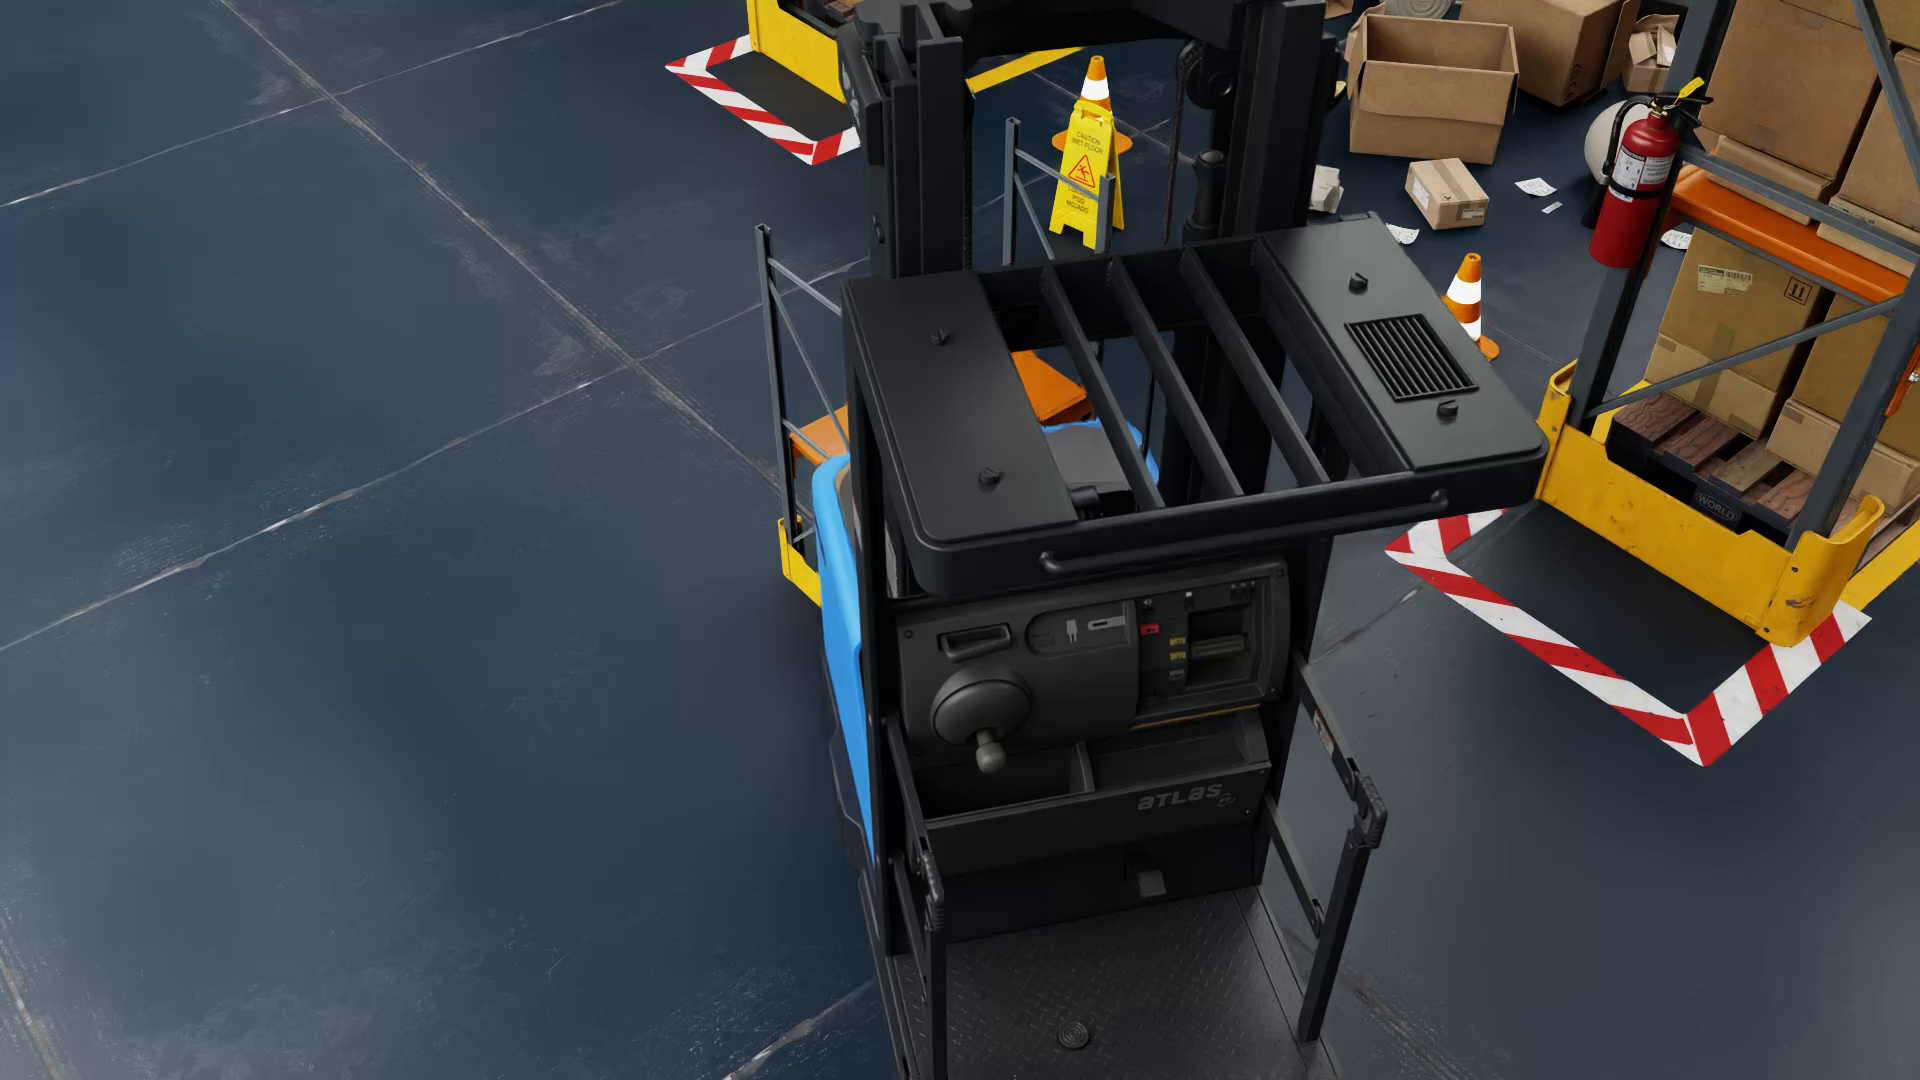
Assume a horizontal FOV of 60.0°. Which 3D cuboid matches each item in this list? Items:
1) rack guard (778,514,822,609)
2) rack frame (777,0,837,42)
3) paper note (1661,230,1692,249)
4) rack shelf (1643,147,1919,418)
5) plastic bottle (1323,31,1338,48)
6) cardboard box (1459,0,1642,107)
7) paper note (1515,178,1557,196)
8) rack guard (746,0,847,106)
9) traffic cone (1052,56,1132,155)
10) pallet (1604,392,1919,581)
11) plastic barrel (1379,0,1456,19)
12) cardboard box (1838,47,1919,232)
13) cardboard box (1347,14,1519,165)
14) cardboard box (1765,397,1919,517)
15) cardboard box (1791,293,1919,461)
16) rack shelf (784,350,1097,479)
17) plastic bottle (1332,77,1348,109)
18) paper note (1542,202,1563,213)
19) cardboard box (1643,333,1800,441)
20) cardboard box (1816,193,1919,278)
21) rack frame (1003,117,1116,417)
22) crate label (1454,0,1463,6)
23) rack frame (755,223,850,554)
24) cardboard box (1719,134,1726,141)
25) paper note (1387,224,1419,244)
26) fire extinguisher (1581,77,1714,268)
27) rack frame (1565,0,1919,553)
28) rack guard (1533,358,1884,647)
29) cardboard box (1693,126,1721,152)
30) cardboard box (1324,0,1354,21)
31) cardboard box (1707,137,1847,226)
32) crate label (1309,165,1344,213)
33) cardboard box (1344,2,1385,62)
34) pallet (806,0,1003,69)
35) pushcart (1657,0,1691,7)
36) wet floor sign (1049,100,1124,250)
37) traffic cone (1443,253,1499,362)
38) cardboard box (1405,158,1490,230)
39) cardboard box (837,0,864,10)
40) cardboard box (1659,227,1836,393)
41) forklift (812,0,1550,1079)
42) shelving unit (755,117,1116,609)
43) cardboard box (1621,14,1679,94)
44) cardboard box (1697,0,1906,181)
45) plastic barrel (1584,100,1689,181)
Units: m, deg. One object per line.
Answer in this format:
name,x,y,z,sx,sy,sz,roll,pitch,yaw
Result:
rack guard,-0.440,0.161,5.896,0.087,0.250,0.587,-30,51,-28
rack frame,-0.654,-3.602,7.894,0.127,3.000,1.000,-30,51,-28
paper note,3.337,-1.400,7.718,0.142,0.019,0.148,22,47,21
rack shelf,4.134,-1.663,6.355,4.000,0.370,1.077,-30,51,-28
plastic bottle,1.947,-2.750,9.133,0.283,0.061,0.133,22,47,21
cardboard box,3.035,-2.703,8.661,0.503,0.637,0.797,-30,51,-28
paper note,2.796,-1.715,8.063,0.142,0.019,0.148,-14,45,-14
rack guard,-0.672,-2.680,8.739,0.348,0.500,1.175,-30,51,-28
traffic cone,0.665,-2.165,8.217,0.334,0.463,0.336,-30,51,-28
pallet,3.304,-0.402,6.524,1.213,0.211,1.003,-30,51,-28
plastic barrel,2.529,-3.116,9.259,0.421,0.421,0.512,0,43,0
cardboard box,3.141,-1.254,5.104,0.500,0.500,0.500,-31,51,-28
cardboard box,2.323,-2.238,8.265,0.797,0.503,0.637,7,44,7
cardboard box,3.396,-0.407,6.194,0.500,0.250,0.500,-30,51,-28
cardboard box,3.414,-0.691,5.949,0.500,0.500,0.500,-32,52,-29
rack shelf,-0.065,-0.378,5.820,1.000,0.185,0.538,-30,51,-28
plastic bottle,1.948,-2.359,8.717,0.133,0.061,0.283,22,47,21
paper note,2.826,-1.586,7.932,0.123,0.001,0.032,-30,51,-28
cardboard box,3.066,-0.705,6.511,0.500,0.250,0.500,-30,51,-28
cardboard box,2.993,-0.996,5.303,0.250,0.149,0.380,-30,51,-28
rack frame,0.324,-0.733,5.934,0.032,1.500,0.500,-30,51,-28
crate label,2.930,-3.180,9.536,0.298,0.136,0.250,7,44,7
rack frame,-0.455,-0.286,5.459,0.032,1.500,0.500,-30,51,-28
cardboard box,2.873,-1.402,5.735,0.250,0.149,0.380,-30,51,-28
paper note,2.048,-1.425,7.745,0.148,0.019,0.142,22,47,21
fire extinguisher,2.216,-1.211,5.404,0.183,0.674,0.296,-30,51,-28
rack frame,2.600,-1.047,5.174,0.127,3.000,1.000,-30,51,-28
rack guard,2.658,-0.169,6.065,0.348,0.500,1.175,-30,51,-28
cardboard box,3.973,-2.138,8.159,0.500,0.500,0.500,0,43,0
cardboard box,1.882,-3.228,9.320,0.500,0.500,0.500,-21,47,-21
cardboard box,2.749,-1.232,5.554,0.250,0.149,0.380,-28,50,-27
crate label,1.692,-1.681,7.940,0.250,0.136,0.298,14,45,15
cardboard box,2.278,-2.640,8.867,0.258,0.266,0.396,-21,47,-21
pallet,-0.090,-2.978,9.267,1.213,0.211,1.003,-30,51,-28
pushcart,4.167,-3.023,9.194,1.648,0.377,0.936,22,47,21
wet floor sign,0.595,-1.691,7.580,0.267,0.644,0.232,30,51,28
traffic cone,2.102,-0.989,6.965,0.334,0.463,0.336,-30,51,-28
cardboard box,2.309,-1.644,7.892,0.250,0.149,0.380,-7,44,-7
cardboard box,-0.176,-3.313,8.832,0.875,0.875,0.875,-29,51,-28
cardboard box,3.047,-0.960,6.235,0.500,0.500,0.500,-29,51,-28
forklift,0.369,0.379,3.705,1.130,2.935,3.031,-9,44,-9
shelving unit,-0.058,-0.513,5.701,1.083,1.500,0.587,-30,51,-28
cardboard box,3.666,-2.577,8.800,0.258,0.266,0.396,7,44,7
cardboard box,2.839,-1.575,5.446,0.500,0.500,0.500,-31,51,-29
plastic barrel,3.213,-1.810,7.868,0.421,0.421,0.512,0,43,0
